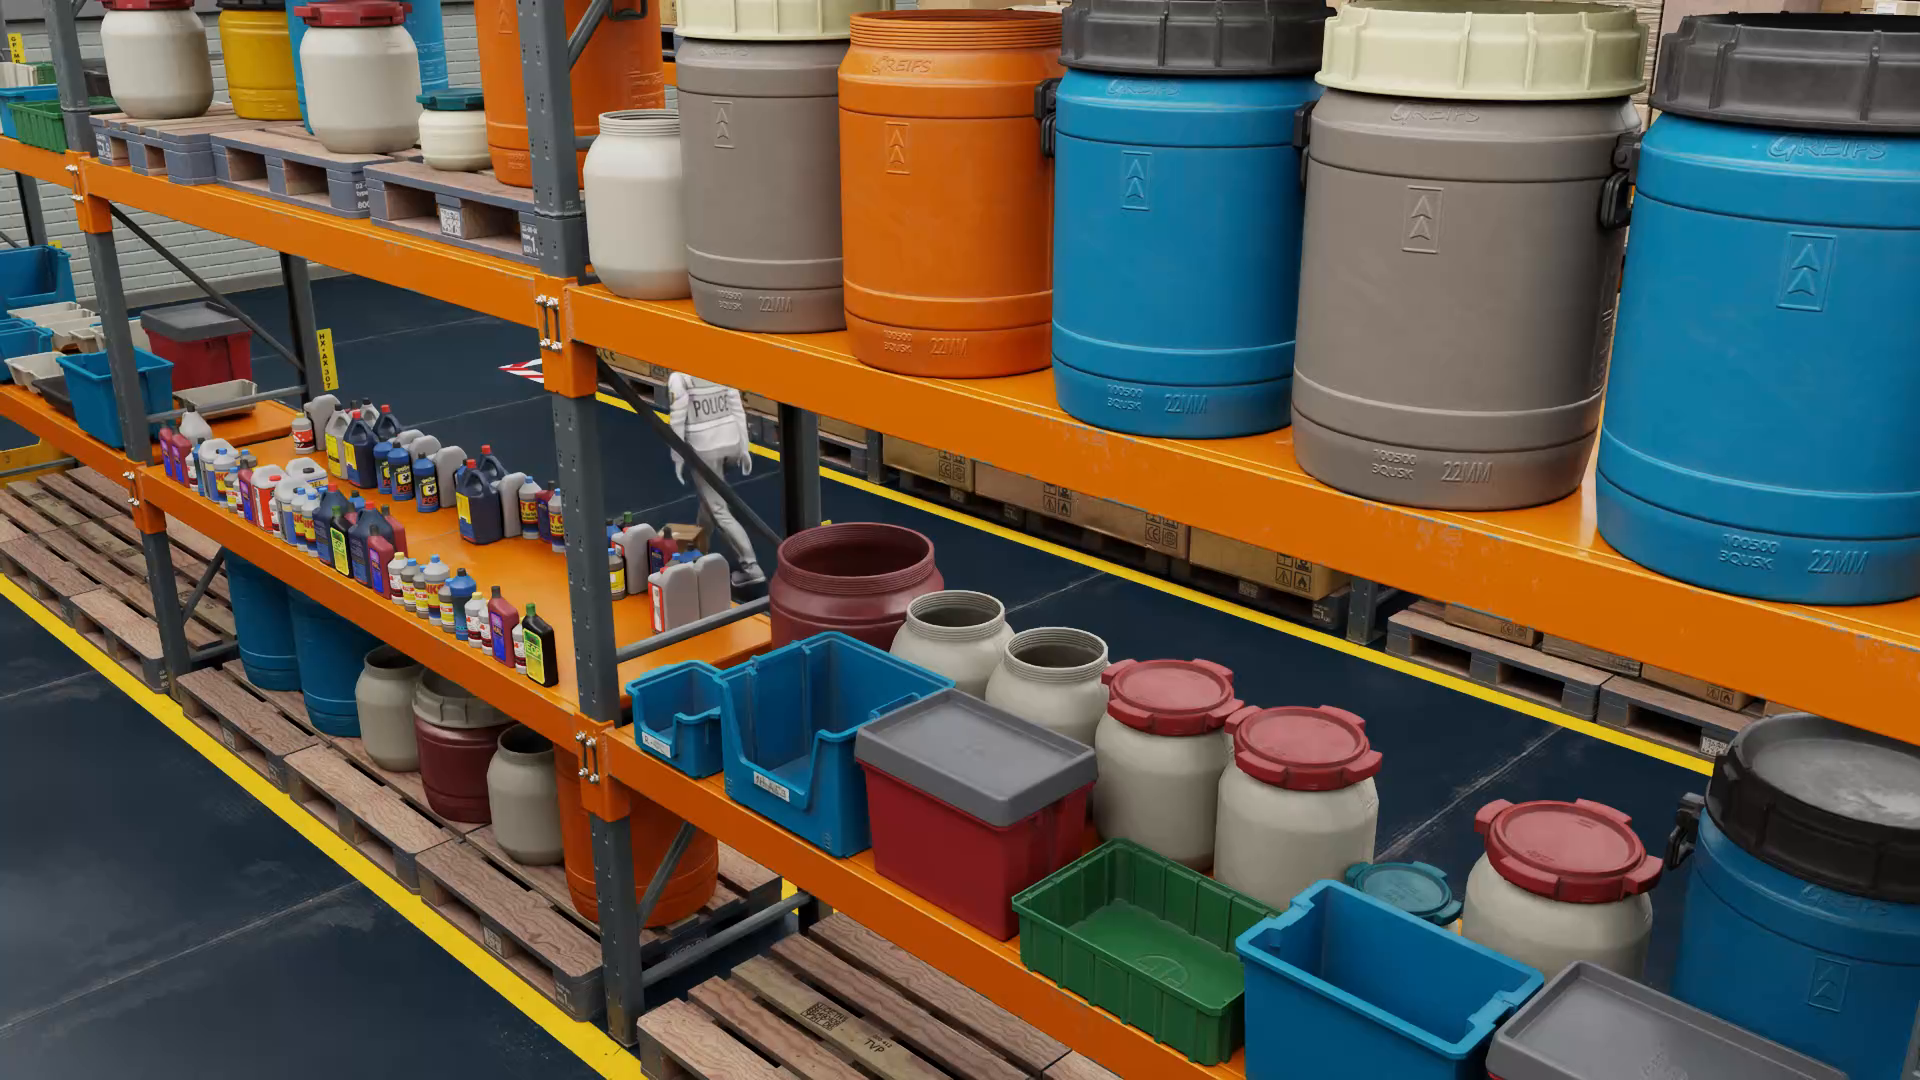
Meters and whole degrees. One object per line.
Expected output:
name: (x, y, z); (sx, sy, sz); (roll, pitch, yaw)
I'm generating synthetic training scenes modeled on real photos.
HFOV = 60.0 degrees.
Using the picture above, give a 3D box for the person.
person: (-1.510, -0.536, 10.034); (0.488, 1.608, 1.091); (-19, 28, -41)
